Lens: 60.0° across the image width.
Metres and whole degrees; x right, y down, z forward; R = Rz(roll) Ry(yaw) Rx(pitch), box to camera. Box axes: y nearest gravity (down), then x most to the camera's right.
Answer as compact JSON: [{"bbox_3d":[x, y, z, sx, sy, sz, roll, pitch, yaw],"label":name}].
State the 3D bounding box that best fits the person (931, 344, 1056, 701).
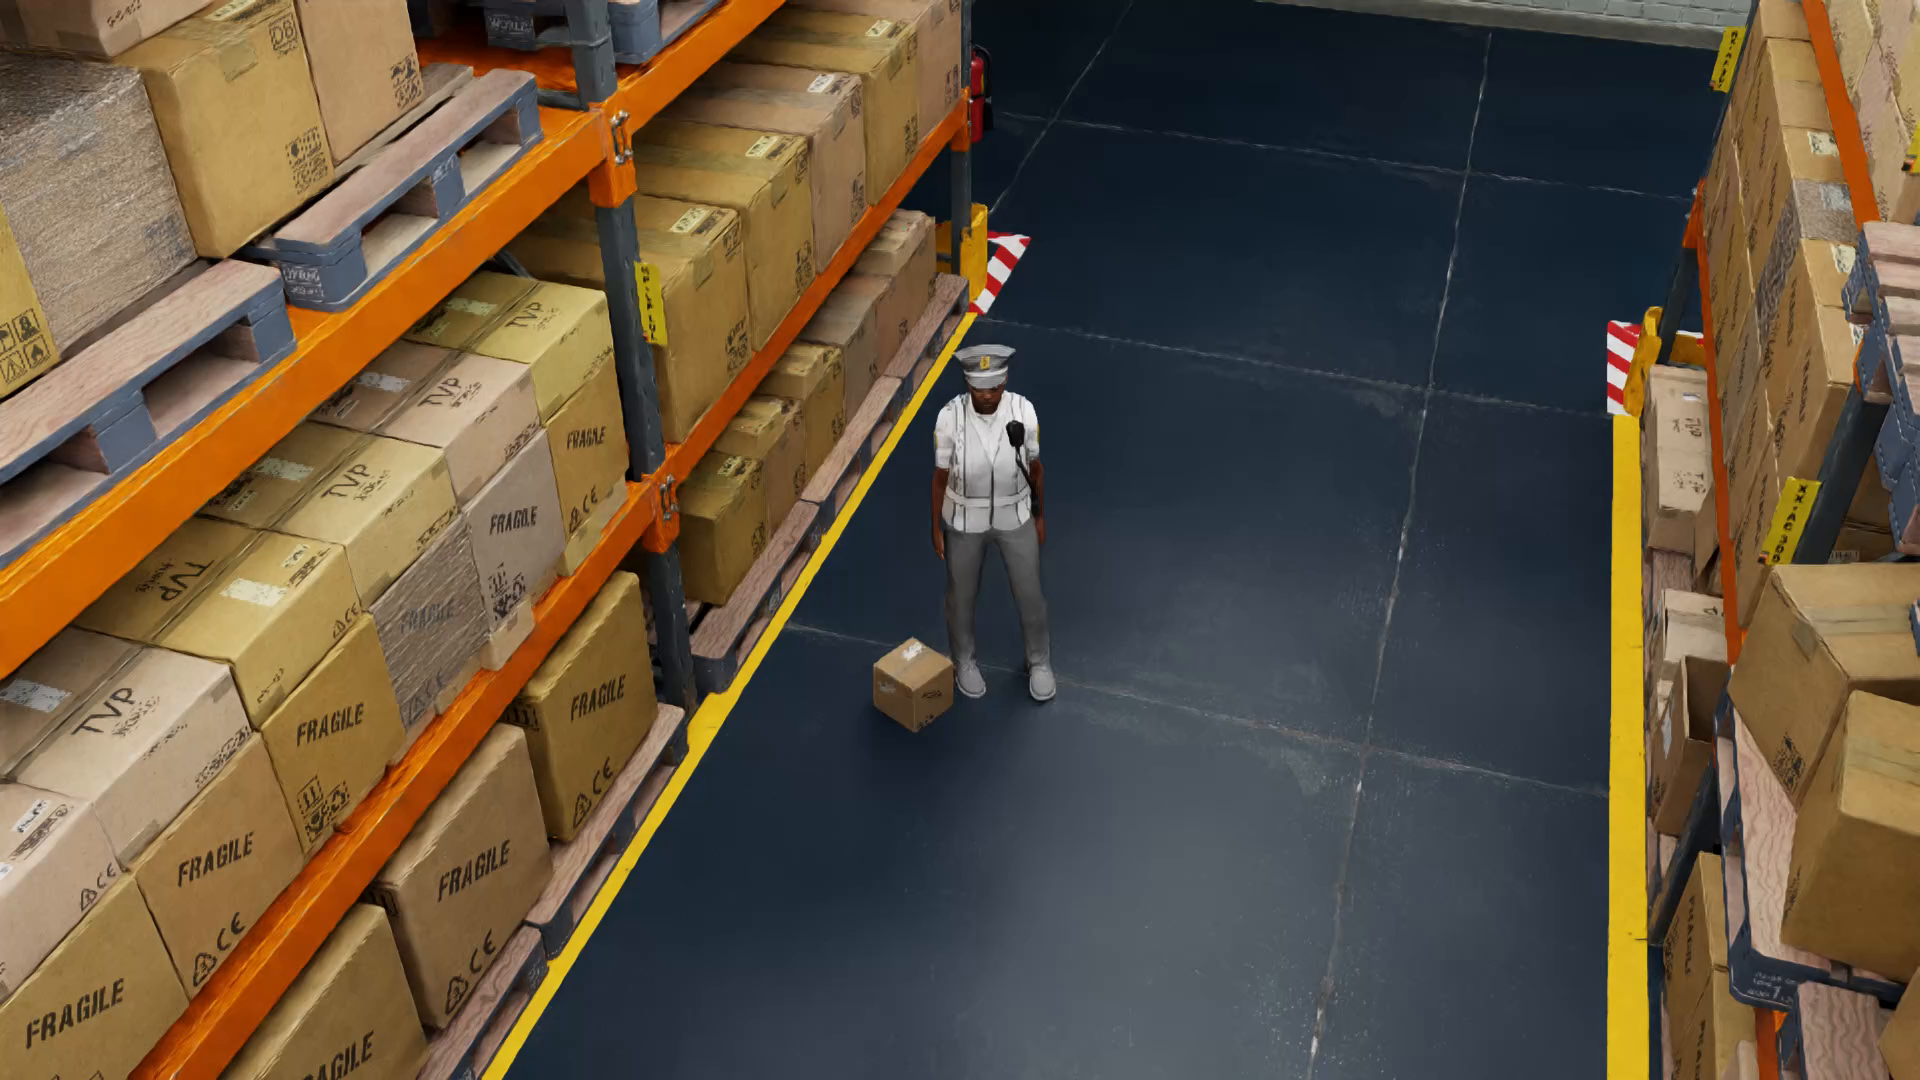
[{"bbox_3d":[0.151,-0.058,6.948,0.535,1.702,0.404,-3,37,-4],"label":"person"}]
